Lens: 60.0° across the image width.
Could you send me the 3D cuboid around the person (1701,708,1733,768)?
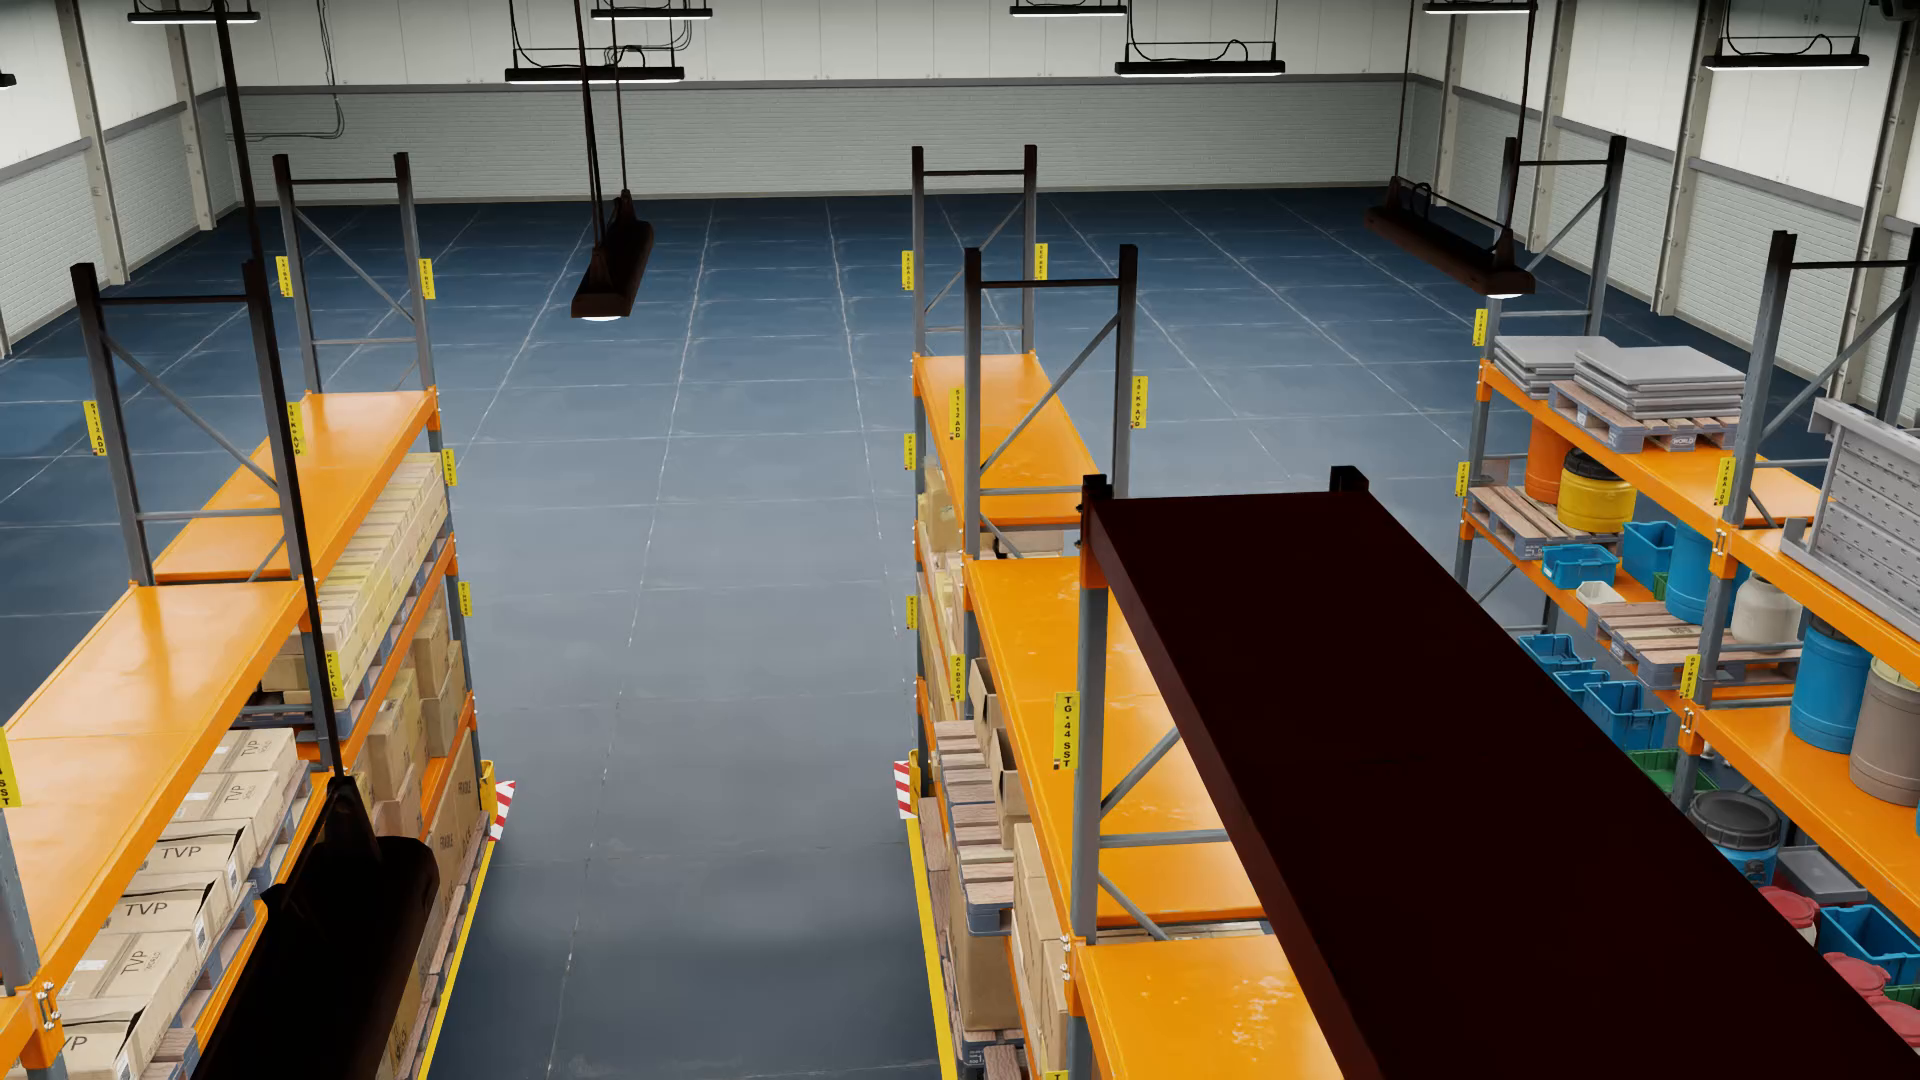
[{"bbox_3d":[7.297,1.327,15.851,0.602,1.752,0.539,15,26,34],"label":"person"}]
